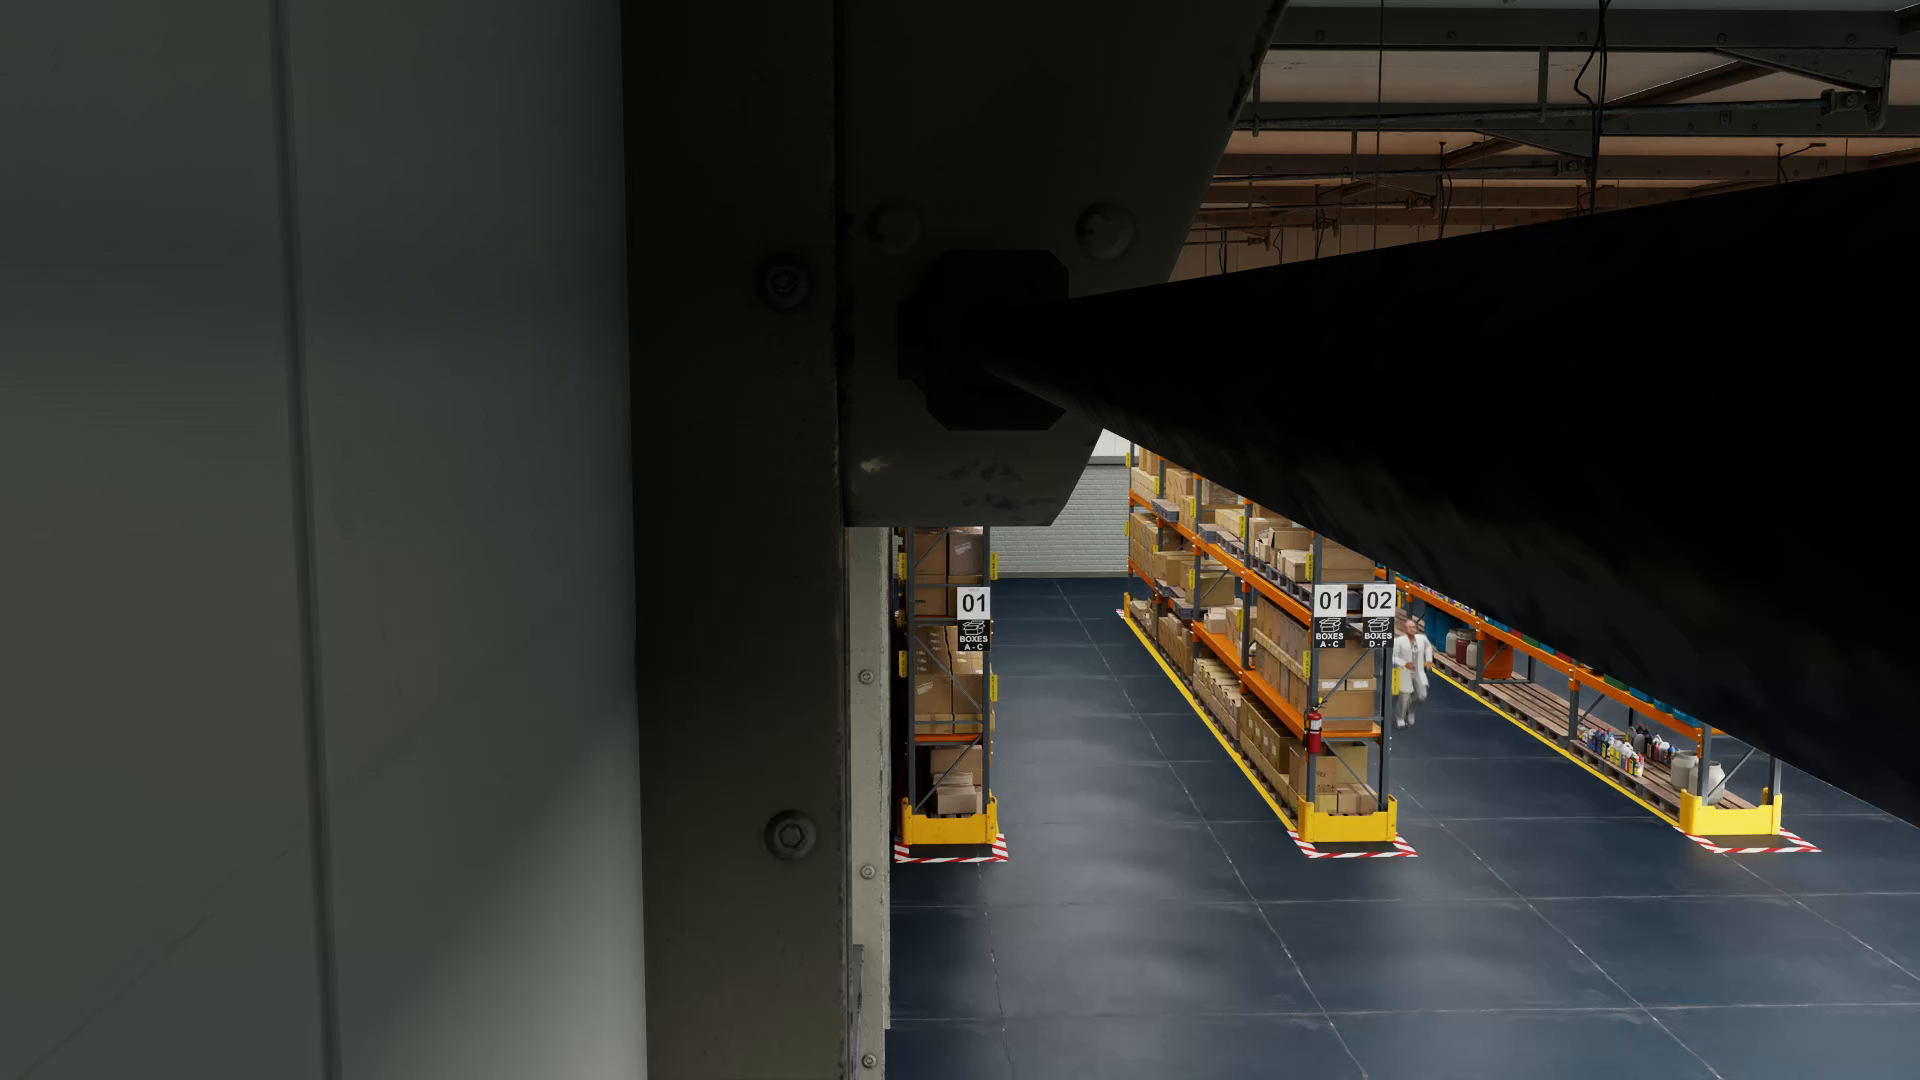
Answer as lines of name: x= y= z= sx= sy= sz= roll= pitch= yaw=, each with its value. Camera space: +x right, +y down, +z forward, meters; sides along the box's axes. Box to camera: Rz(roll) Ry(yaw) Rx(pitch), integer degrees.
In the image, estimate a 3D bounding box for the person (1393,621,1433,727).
person: x=7.102 y=2.125 z=26.127 sx=0.735 sy=1.722 sz=0.820 roll=0 pitch=7 yaw=-3
